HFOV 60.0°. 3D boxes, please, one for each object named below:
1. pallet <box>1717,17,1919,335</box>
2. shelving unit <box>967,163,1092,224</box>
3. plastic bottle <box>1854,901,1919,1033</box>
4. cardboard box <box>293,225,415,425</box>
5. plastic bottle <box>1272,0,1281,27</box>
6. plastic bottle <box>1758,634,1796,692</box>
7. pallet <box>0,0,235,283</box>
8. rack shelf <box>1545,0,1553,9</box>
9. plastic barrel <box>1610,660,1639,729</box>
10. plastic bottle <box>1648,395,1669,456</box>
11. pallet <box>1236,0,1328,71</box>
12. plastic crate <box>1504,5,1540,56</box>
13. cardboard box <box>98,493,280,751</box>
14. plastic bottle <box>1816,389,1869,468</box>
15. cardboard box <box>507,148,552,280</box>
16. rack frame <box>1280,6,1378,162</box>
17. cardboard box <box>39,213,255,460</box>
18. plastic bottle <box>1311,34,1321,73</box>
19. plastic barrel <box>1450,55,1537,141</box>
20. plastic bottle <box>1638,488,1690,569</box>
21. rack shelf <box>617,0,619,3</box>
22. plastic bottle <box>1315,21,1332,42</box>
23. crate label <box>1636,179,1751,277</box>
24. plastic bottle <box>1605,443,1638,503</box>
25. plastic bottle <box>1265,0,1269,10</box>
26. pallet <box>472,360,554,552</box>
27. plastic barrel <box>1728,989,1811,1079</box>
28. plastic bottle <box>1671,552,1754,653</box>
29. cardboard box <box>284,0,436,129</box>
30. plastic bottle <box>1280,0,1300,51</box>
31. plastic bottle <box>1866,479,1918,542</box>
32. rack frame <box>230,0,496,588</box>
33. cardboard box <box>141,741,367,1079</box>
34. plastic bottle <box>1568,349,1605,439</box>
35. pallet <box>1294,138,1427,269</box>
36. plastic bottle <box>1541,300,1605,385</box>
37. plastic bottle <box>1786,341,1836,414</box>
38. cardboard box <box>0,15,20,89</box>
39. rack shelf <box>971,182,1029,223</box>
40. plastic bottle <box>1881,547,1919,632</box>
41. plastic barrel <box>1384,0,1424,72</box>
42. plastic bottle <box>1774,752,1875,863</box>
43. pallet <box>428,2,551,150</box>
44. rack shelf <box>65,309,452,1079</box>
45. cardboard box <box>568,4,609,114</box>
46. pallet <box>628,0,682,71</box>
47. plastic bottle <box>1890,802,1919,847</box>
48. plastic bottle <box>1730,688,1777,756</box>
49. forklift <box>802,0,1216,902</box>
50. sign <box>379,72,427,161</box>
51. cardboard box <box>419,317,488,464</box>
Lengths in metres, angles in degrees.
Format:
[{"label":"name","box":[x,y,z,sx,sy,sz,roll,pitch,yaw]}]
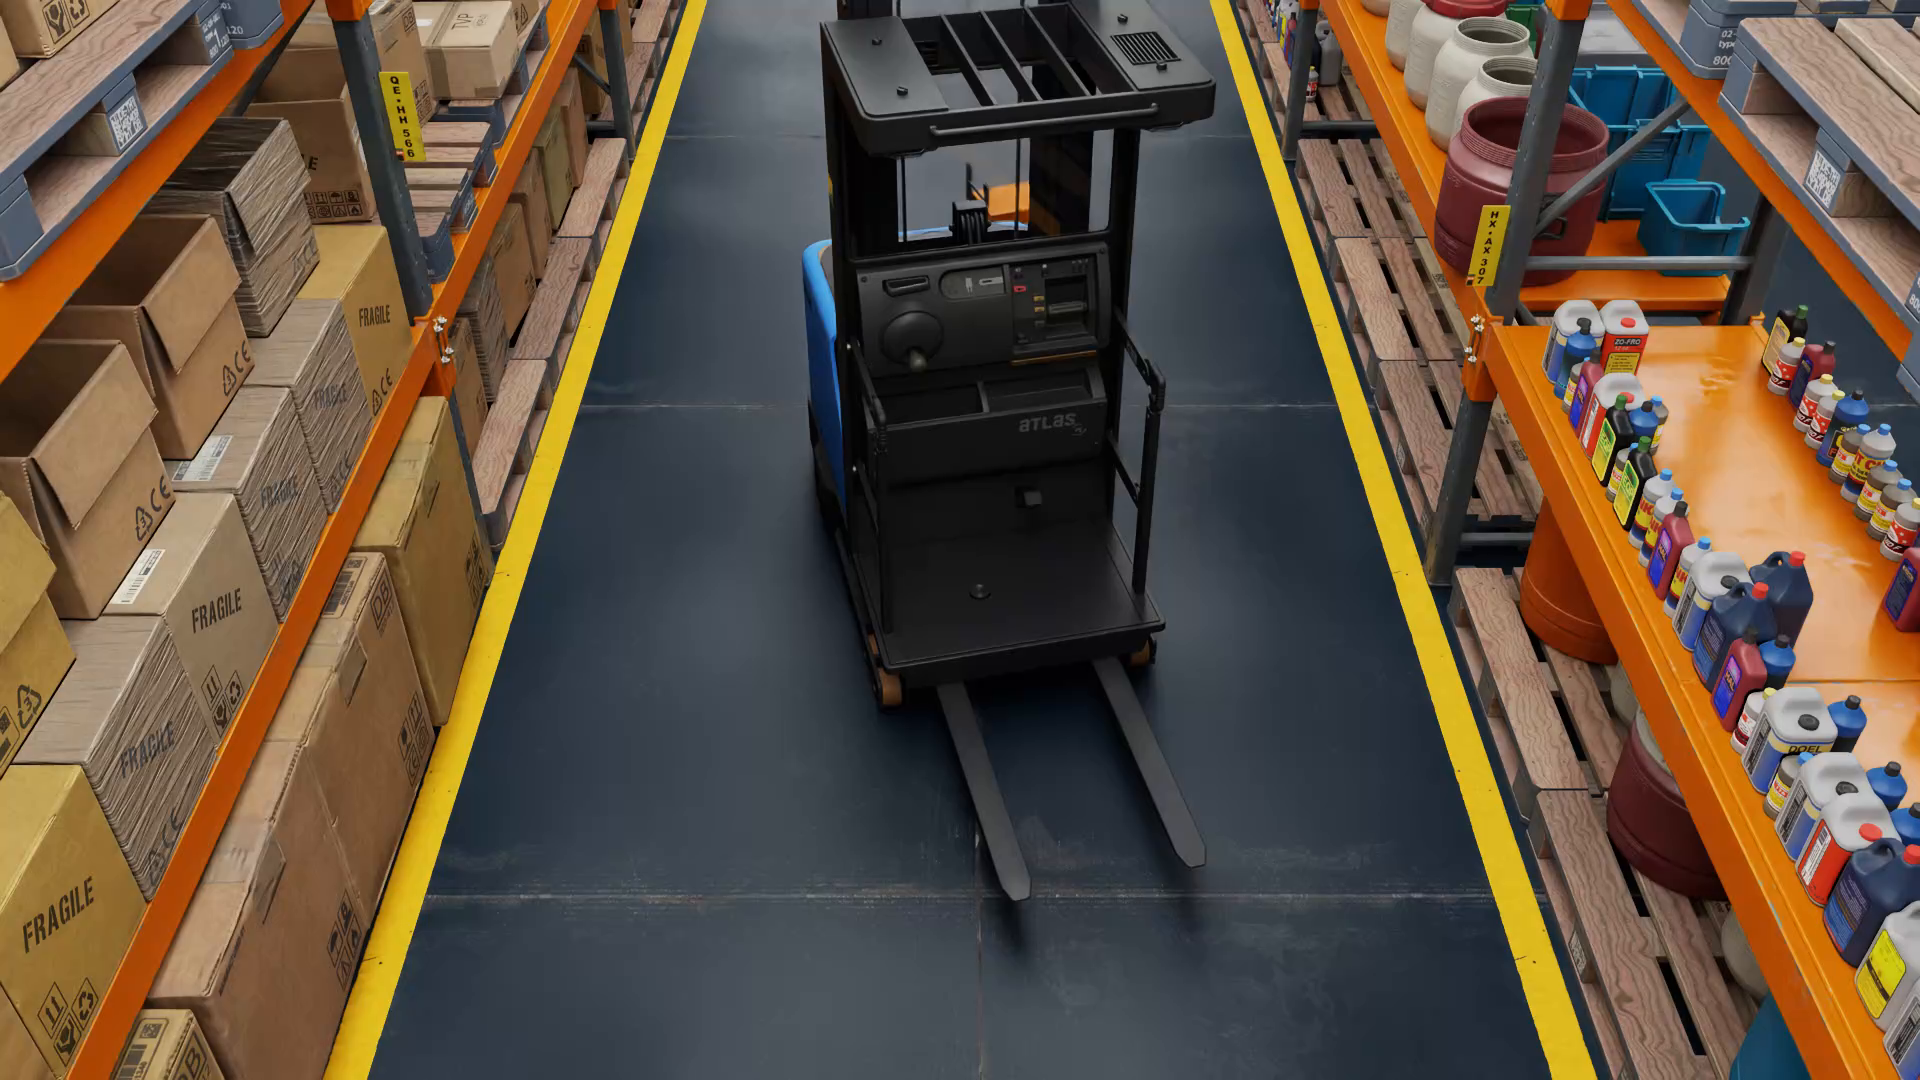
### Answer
[{"label":"pallet","box":[2.375,-0.805,3.608,1.003,0.211,1.213,0,39,0]},{"label":"shelving unit","box":[0.307,-1.198,7.785,0.503,1.200,0.258,-13,41,-16]},{"label":"plastic bottle","box":[2.149,0.936,3.723,0.144,0.351,0.185,0,39,0]},{"label":"cardboard box","box":[-2.232,-0.737,5.691,0.500,0.500,0.500,1,39,1]},{"label":"plastic bottle","box":[2.155,-3.582,11.152,0.097,0.271,0.097,0,39,0]},{"label":"plastic bottle","box":[2.185,0.366,4.497,0.097,0.271,0.097,0,39,0]},{"label":"pallet","box":[-2.422,-1.002,3.853,1.003,0.211,1.213,2,39,2]},{"label":"rack shelf","box":[2.470,-3.151,6.960,1.077,0.370,4.000,0,39,0]},{"label":"plastic barrel","box":[2.580,0.456,5.936,0.421,0.512,0.421,0,39,0]},{"label":"plastic bottle","box":[2.275,-0.384,5.490,0.097,0.201,0.097,0,39,0]},{"label":"pallet","box":[2.505,-3.608,11.584,1.003,0.211,1.213,0,39,0]},{"label":"plastic crate","box":[2.752,-2.340,7.941,0.450,0.188,0.662,0,39,0]},{"label":"cardboard box","box":[-2.234,0.217,4.500,0.500,0.500,0.500,1,39,1]},{"label":"plastic bottle","box":[2.882,-0.369,5.415,0.097,0.271,0.097,0,39,0]},{"label":"cardboard box","box":[-2.523,-1.672,8.585,0.700,0.500,0.500,-3,39,-4]},{"label":"rack frame","box":[2.468,-3.512,9.233,1.000,3.000,0.127,0,39,0]},{"label":"cardboard box","box":[-2.498,-0.572,4.683,0.797,0.503,0.637,1,39,1]},{"label":"plastic bottle","box":[2.179,-3.052,10.426,0.144,0.351,0.185,-1,39,-1]},{"label":"plastic barrel","box":[2.258,-1.697,6.880,0.421,0.512,0.421,0,39,0]},{"label":"plastic bottle","box":[2.124,-0.039,5.003,0.097,0.271,0.097,0,39,0]},{"label":"rack shelf","box":[-2.487,-4.478,11.015,1.077,0.370,4.000,0,39,0]},{"label":"plastic bottle","box":[2.327,-3.159,10.619,0.152,0.276,0.135,0,39,0]},{"label":"crate label","box":[2.847,-1.209,6.493,0.303,0.233,0.416,0,39,0]},{"label":"plastic bottle","box":[2.123,-0.217,5.280,0.097,0.201,0.097,0,39,0]},{"label":"plastic bottle","box":[2.154,-3.772,11.388,0.097,0.271,0.097,0,39,0]},{"label":"pallet","box":[-2.480,-0.407,7.589,1.003,0.211,1.213,0,39,0]},{"label":"plastic barrel","box":[2.493,1.363,4.493,0.600,0.901,0.708,0,39,0]},{"label":"plastic bottle","box":[2.152,0.176,4.731,0.152,0.276,0.135,0,39,0]},{"label":"cardboard box","box":[-2.621,-1.896,6.802,0.700,0.500,0.500,5,39,7]},{"label":"plastic bottle","box":[2.179,-3.374,10.828,0.144,0.351,0.185,0,39,0]},{"label":"plastic bottle","box":[2.883,-0.098,5.133,0.097,0.201,0.097,0,39,0]},{"label":"rack frame","box":[-2.480,-1.007,6.107,1.000,3.000,0.127,0,39,0]},{"label":"cardboard box","box":[-2.498,1.201,4.716,1.225,0.875,0.875,-1,39,-2]},{"label":"plastic bottle","box":[2.105,-0.488,5.554,0.061,0.283,0.133,0,39,0]},{"label":"pallet","box":[2.508,-1.932,9.493,1.003,0.211,1.213,0,39,0]},{"label":"plastic bottle","box":[2.150,-0.691,5.813,0.152,0.276,0.135,0,39,0]},{"label":"plastic bottle","box":[2.900,-0.568,5.653,0.061,0.283,0.133,0,39,0]},{"label":"cardboard box","box":[-2.456,-1.104,3.412,0.797,0.503,0.637,-1,39,-1]},{"label":"rack shelf","box":[0.307,-1.504,7.539,0.480,0.148,0.258,-13,41,-16]},{"label":"plastic bottle","box":[2.757,0.118,4.797,0.061,0.283,0.133,0,39,0]},{"label":"plastic barrel","box":[2.251,-2.507,7.872,0.433,0.535,0.433,0,39,0]},{"label":"plastic bottle","box":[2.153,0.665,4.120,0.152,0.276,0.135,0,39,0]},{"label":"pallet","box":[-2.523,-2.170,7.712,1.003,0.211,1.213,0,39,0]},{"label":"rack shelf","box":[-2.478,0.525,4.772,1.077,0.370,4.000,0,39,0]},{"label":"cardboard box","box":[-2.445,-2.947,10.191,0.500,0.500,0.500,-1,39,-1]},{"label":"pallet","box":[-2.525,-3.605,11.579,1.003,0.211,1.213,0,39,0]},{"label":"plastic bottle","box":[2.277,0.740,4.031,0.097,0.271,0.097,0,39,0]},{"label":"plastic bottle","box":[2.125,0.477,4.415,0.097,0.201,0.097,0,39,0]},{"label":"forklift","box":[0.146,-0.761,5.855,1.130,2.935,3.031,-8,39,-10]},{"label":"sign","box":[-1.925,-1.461,5.748,0.100,0.325,0.005,0,39,0]},{"label":"cardboard box","box":[-2.501,-0.622,7.274,0.700,0.500,0.500,-2,39,-2]}]
